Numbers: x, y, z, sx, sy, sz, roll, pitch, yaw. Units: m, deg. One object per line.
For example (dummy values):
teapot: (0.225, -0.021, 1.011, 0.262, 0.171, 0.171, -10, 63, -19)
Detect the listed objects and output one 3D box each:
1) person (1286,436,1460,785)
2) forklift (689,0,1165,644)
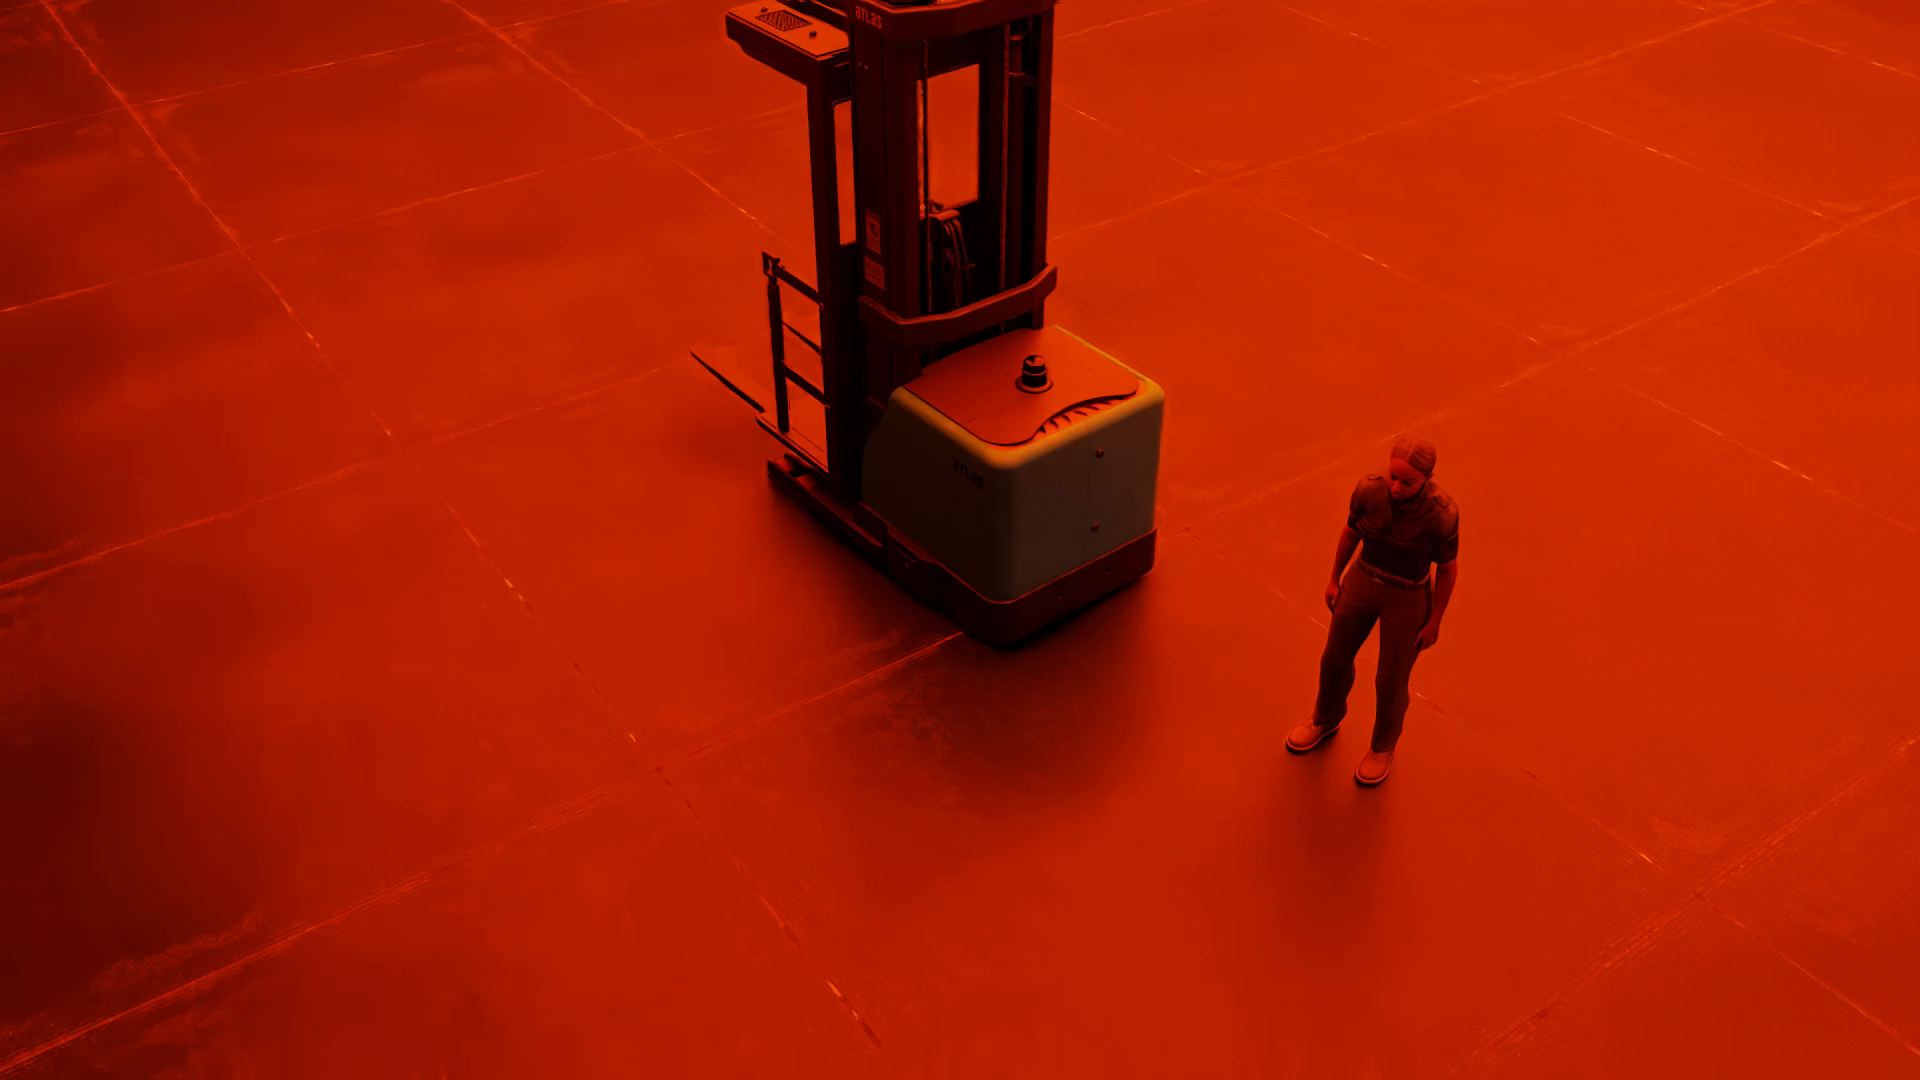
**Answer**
person: (1.697, 0.244, 6.692, 0.520, 1.653, 0.349, 25, 43, 30)
forklift: (-0.354, -1.516, 7.994, 1.130, 2.935, 3.031, -25, 43, -30)
